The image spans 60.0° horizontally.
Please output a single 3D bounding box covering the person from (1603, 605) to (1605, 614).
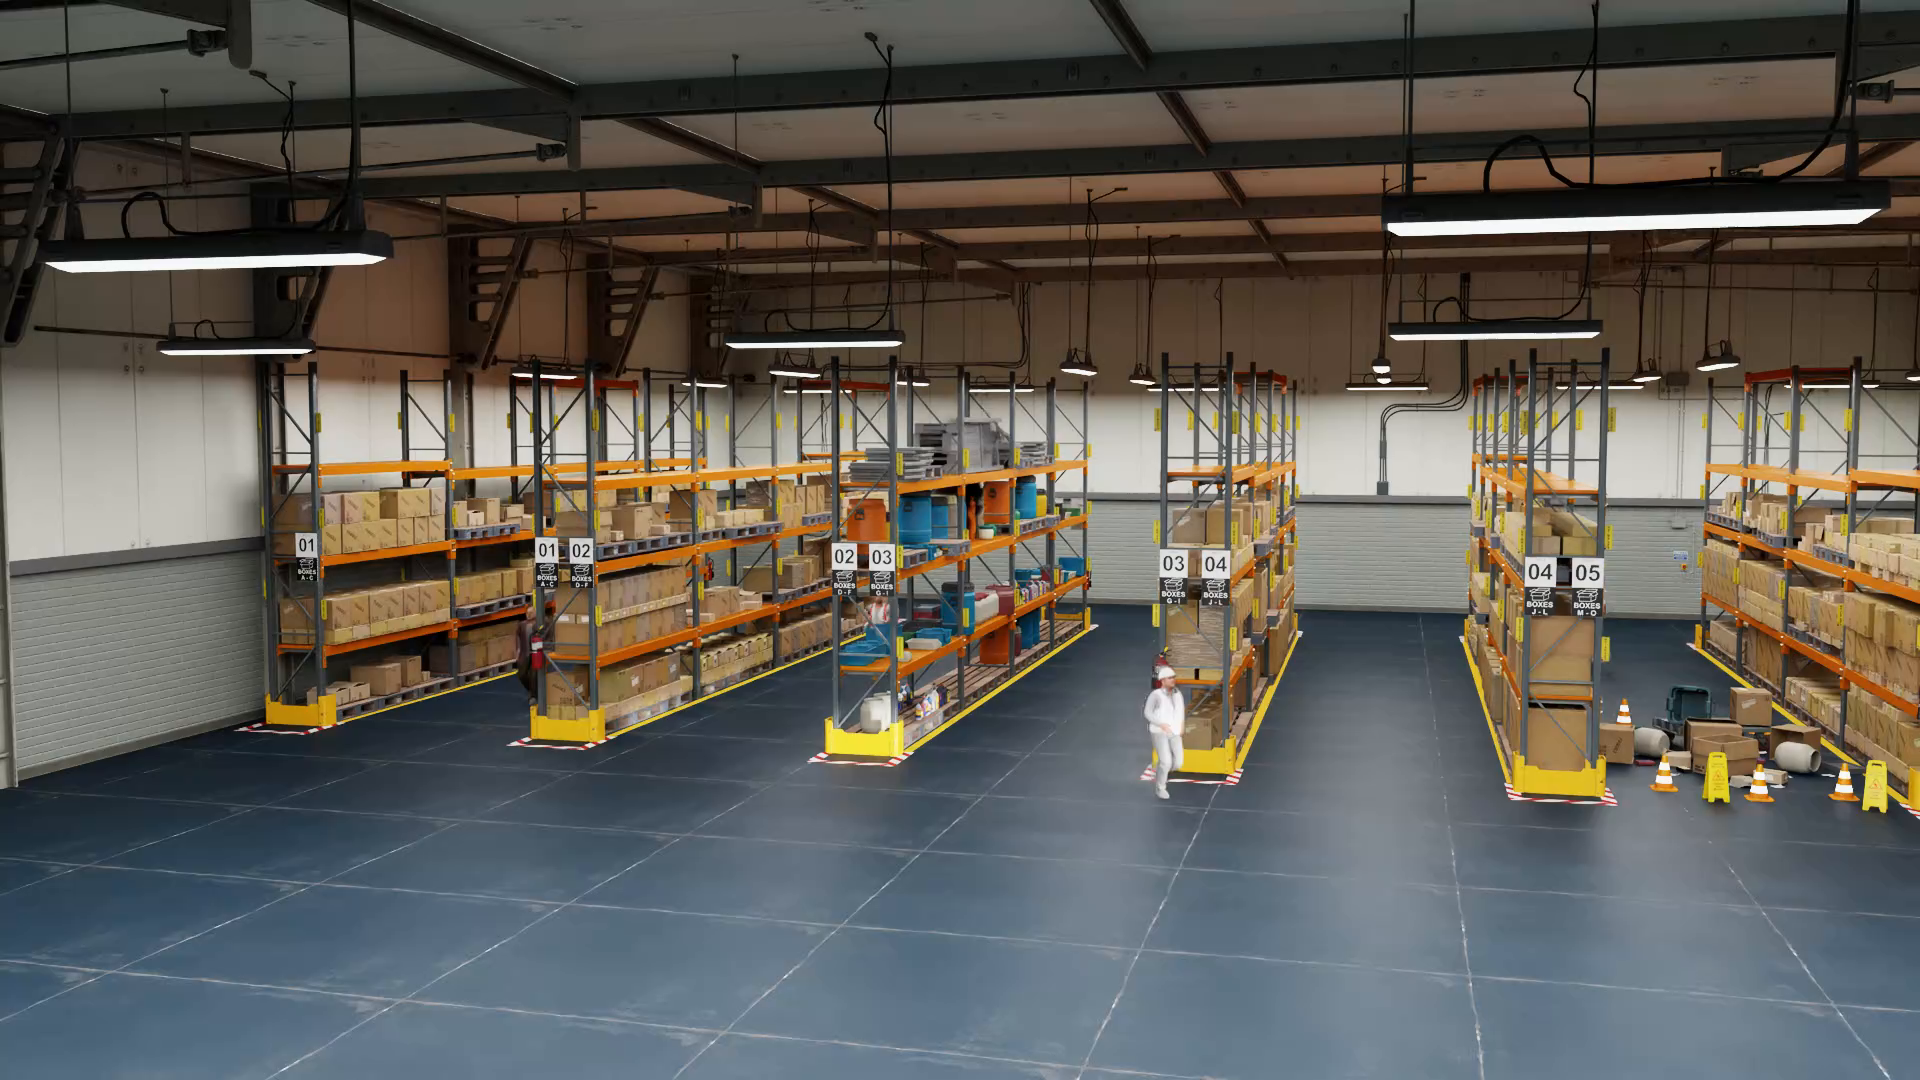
[{"bbox_3d":[13.073,1.733,34.628,0.610,1.644,0.815,1,4,8],"label":"person"}]

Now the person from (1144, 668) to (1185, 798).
[{"bbox_3d":[2.778,2.582,22.365,0.703,1.746,0.609,-2,5,-30],"label":"person"}]

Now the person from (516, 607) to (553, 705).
[{"bbox_3d":[-7.591,2.157,29.508,0.722,1.545,0.628,0,4,5],"label":"person"}]

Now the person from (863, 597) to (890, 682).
[{"bbox_3d":[-1.563,1.838,32.246,0.667,1.768,0.963,1,4,10],"label":"person"}]
